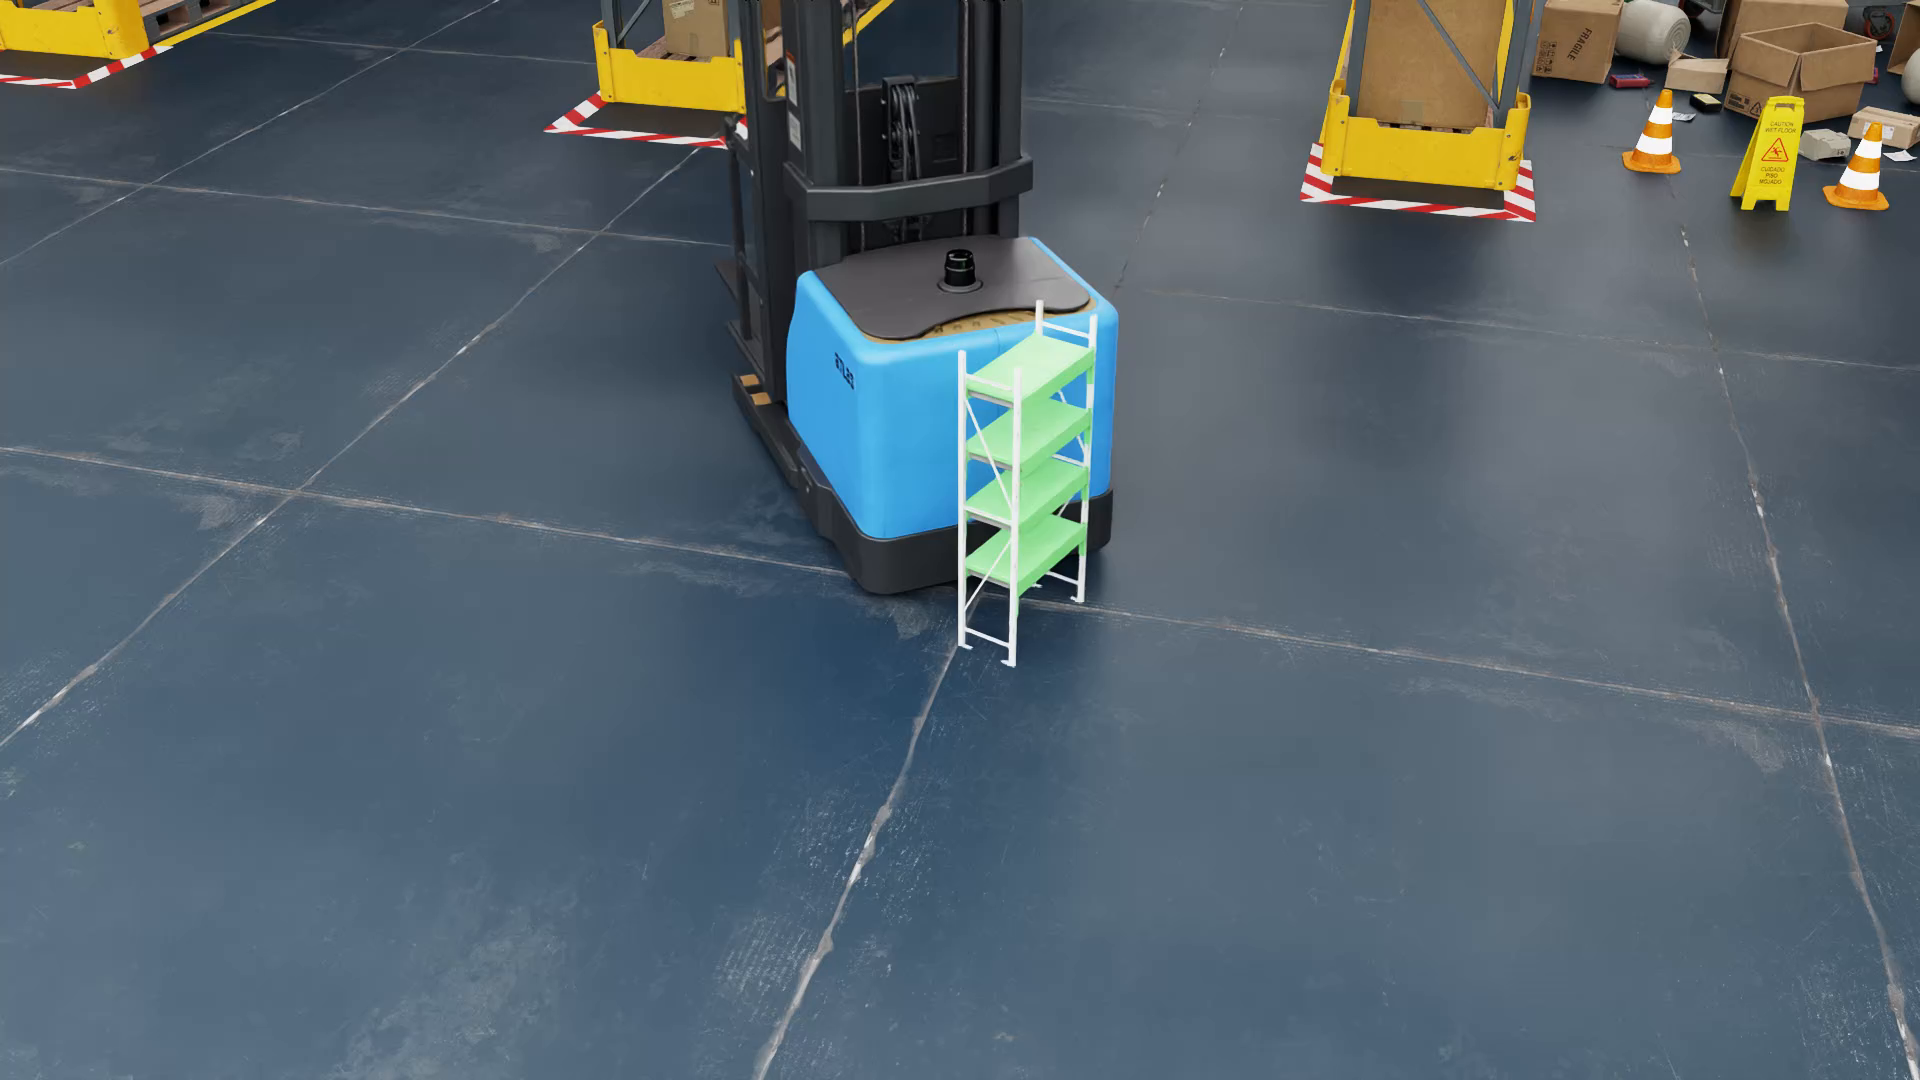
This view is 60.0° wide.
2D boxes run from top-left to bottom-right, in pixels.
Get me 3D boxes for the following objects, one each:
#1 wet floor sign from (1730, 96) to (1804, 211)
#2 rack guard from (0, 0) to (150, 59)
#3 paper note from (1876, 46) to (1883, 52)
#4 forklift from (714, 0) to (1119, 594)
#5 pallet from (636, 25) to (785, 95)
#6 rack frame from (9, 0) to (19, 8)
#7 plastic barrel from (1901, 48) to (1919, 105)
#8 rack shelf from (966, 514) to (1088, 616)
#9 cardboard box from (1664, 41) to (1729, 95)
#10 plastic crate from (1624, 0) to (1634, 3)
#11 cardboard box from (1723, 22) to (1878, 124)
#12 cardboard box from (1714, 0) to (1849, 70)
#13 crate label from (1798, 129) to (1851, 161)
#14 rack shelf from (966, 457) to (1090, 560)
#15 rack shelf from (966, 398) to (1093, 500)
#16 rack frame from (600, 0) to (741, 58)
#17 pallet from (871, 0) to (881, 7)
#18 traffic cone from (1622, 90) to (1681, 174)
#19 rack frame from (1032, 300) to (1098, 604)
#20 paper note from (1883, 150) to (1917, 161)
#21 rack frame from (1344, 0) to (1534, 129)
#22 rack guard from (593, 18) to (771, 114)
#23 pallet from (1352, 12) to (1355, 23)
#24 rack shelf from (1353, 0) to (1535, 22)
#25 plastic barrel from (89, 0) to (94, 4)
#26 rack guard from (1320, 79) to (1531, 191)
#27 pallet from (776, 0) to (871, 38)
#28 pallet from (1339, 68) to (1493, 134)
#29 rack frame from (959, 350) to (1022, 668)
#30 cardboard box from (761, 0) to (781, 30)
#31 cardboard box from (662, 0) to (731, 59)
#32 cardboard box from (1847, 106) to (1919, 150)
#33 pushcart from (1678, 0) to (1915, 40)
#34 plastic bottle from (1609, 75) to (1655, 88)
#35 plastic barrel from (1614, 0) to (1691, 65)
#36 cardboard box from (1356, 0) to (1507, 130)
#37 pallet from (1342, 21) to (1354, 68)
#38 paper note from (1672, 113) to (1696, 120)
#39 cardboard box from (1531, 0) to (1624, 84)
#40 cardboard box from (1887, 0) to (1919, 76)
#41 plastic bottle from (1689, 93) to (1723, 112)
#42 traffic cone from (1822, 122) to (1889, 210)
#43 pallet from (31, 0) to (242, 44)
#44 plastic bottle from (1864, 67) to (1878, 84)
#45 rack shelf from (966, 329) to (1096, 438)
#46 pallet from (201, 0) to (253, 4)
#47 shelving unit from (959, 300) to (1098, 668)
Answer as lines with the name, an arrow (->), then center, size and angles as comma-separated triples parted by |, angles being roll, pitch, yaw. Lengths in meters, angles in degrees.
wet floor sign -> 4.756, -2.279, 9.733 | 0.267, 0.644, 0.232 | 3, 33, 4
rack guard -> -6.741, -3.950, 12.498 | 1.175, 0.500, 0.348 | 8, 33, 12
paper note -> 6.892, -3.716, 12.566 | 0.148, 0.019, 0.142 | 8, 33, 12
forklift -> -0.407, -1.812, 6.869 | 1.130, 2.935, 3.031 | -12, 34, -18
pallet -> -1.664, -3.564, 12.160 | 1.003, 0.211, 1.213 | 8, 33, 12
rack frame -> -6.715, -4.959, 11.755 | 1.000, 3.000, 0.127 | 8, 33, 12
plastic barrel -> 6.721, -3.126, 11.273 | 0.421, 0.421, 0.512 | -21, 38, -29
rack shelf -> 0.235, 0.065, 6.096 | 0.258, 0.148, 0.480 | 20, 37, 28
cardboard box -> 5.208, -3.336, 11.751 | 0.396, 0.266, 0.258 | 14, 35, 21
plastic crate -> 5.086, -4.202, 13.131 | 0.662, 0.188, 0.450 | -28, 32, -37
cardboard box -> 5.658, -3.138, 11.218 | 0.797, 0.503, 0.637 | -14, 35, -21
cardboard box -> 5.888, -3.682, 11.946 | 0.797, 0.637, 0.503 | 8, 33, 12
crate label -> 5.502, -2.517, 10.582 | 0.250, 0.136, 0.298 | -8, 33, -13
rack shelf -> 0.235, -0.137, 5.967 | 0.258, 0.148, 0.480 | 20, 37, 28
rack shelf -> 0.235, -0.340, 5.838 | 0.258, 0.148, 0.480 | 20, 37, 28
rack frame -> -1.924, -4.285, 10.694 | 1.000, 3.000, 0.127 | 8, 33, 12
pallet -> -1.045, -4.830, 14.152 | 1.003, 0.211, 1.213 | 8, 33, 12
traffic cone -> 4.356, -2.569, 10.359 | 0.336, 0.463, 0.334 | 8, 33, 12
rack frame -> 0.371, -0.300, 6.103 | 0.240, 1.200, 0.015 | 20, 37, 28
paper note -> 5.976, -2.444, 10.566 | 0.148, 0.019, 0.142 | -3, 33, -4
rack frame -> 2.848, -3.557, 9.549 | 1.000, 3.000, 0.127 | 8, 33, 12
rack guard -> -1.905, -3.269, 11.427 | 1.175, 0.500, 0.348 | 8, 33, 12
pallet -> 3.594, -4.072, 12.959 | 1.003, 0.211, 1.213 | 8, 33, 12
rack shelf -> 3.355, -4.291, 11.375 | 1.077, 0.370, 4.000 | 8, 33, 12
plastic barrel -> -6.622, -4.438, 12.863 | 0.421, 0.512, 0.421 | 0, 32, 0
rack guard -> 2.842, -2.490, 10.200 | 1.175, 0.500, 0.348 | 8, 33, 12
pallet -> -1.353, -4.195, 13.153 | 1.003, 0.211, 1.213 | 8, 33, 12
pallet -> 2.975, -2.806, 10.967 | 1.003, 0.211, 1.213 | 8, 33, 12
rack frame -> 0.098, -0.083, 5.762 | 0.240, 1.200, 0.015 | 20, 37, 28
cardboard box -> -1.631, -4.044, 12.254 | 0.500, 0.500, 0.500 | 17, 36, 25
cardboard box -> -1.749, -3.729, 11.758 | 0.500, 0.500, 0.500 | 14, 35, 21
cardboard box -> 6.040, -2.687, 10.839 | 0.380, 0.149, 0.250 | 28, 42, 36
pushcart -> 6.459, -4.189, 12.988 | 1.648, 0.377, 0.936 | -3, 33, -4
plastic bottle -> 4.783, -3.265, 11.828 | 0.283, 0.061, 0.133 | -3, 33, -4
plastic barrel -> 5.059, -3.748, 12.251 | 0.421, 0.421, 0.512 | -21, 38, -29
cardboard box -> 2.956, -3.199, 10.574 | 0.875, 0.875, 0.875 | 8, 33, 13
pallet -> 3.287, -3.437, 11.960 | 1.003, 0.211, 1.213 | 8, 33, 12
paper note -> 4.877, -2.864, 11.229 | 0.144, 0.017, 0.142 | 20, 38, 29
cardboard box -> 4.462, -3.634, 11.998 | 0.500, 0.500, 0.500 | 14, 35, 21
cardboard box -> 7.089, -3.587, 11.924 | 0.500, 0.500, 0.500 | -21, 38, -29
plastic bottle -> 5.114, -3.015, 11.436 | 0.133, 0.061, 0.283 | -3, 33, -4
traffic cone -> 5.363, -2.239, 9.840 | 0.336, 0.463, 0.334 | 8, 33, 12
pallet -> -6.530, -4.249, 13.237 | 1.003, 0.211, 1.213 | 8, 33, 12
plastic bottle -> 6.535, -3.357, 11.974 | 0.133, 0.061, 0.283 | 14, 35, 21
rack shelf -> 0.235, -0.542, 5.709 | 0.258, 0.148, 0.480 | 20, 37, 28
pallet -> -6.218, -4.880, 14.230 | 1.003, 0.211, 1.213 | 8, 33, 12
shelving unit -> 0.235, -0.191, 5.932 | 0.258, 1.200, 0.503 | 20, 37, 28
